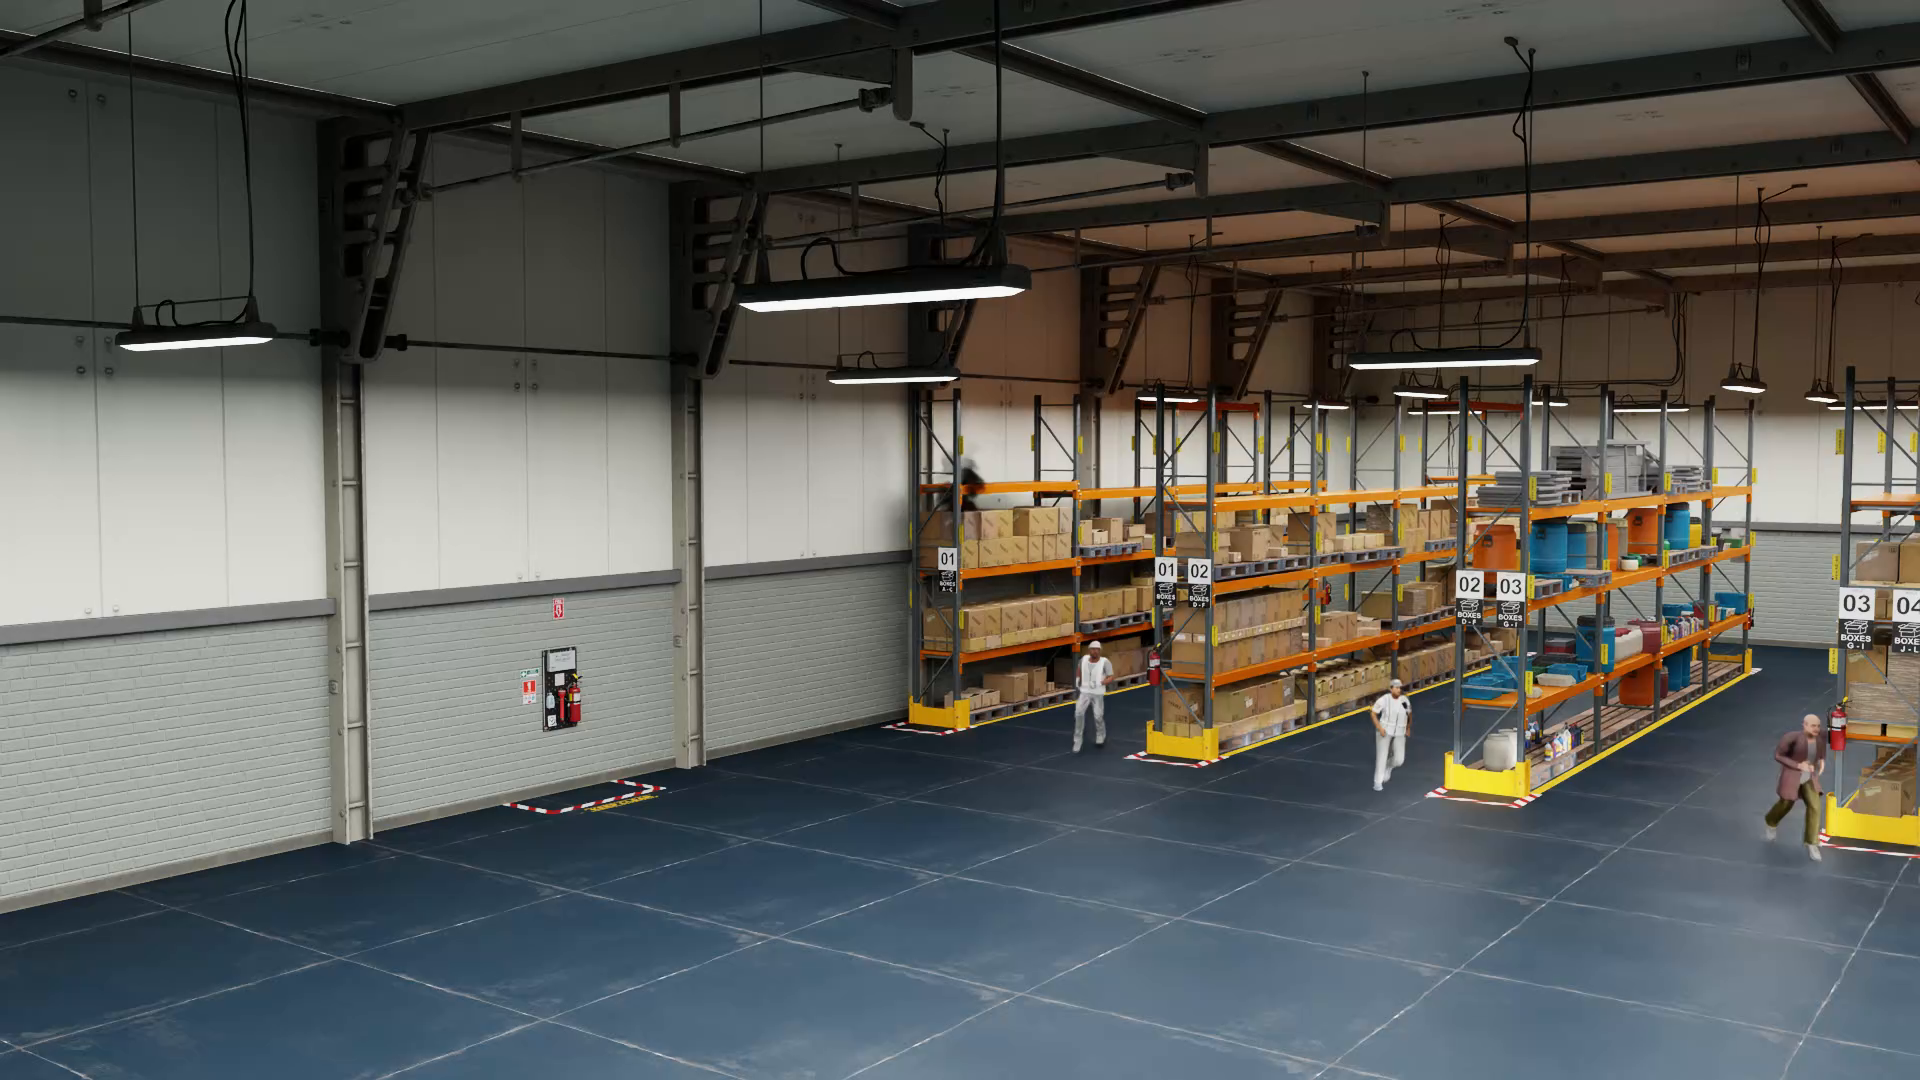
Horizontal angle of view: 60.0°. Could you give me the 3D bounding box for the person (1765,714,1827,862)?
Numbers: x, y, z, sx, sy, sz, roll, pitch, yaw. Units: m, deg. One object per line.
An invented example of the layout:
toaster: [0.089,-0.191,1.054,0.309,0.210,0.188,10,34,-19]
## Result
person: [10.322,2.973,20.524,0.748,1.745,1.142,0,3,-5]

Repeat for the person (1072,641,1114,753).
person: [2.191,2.558,27.357,0.679,1.821,0.822,1,3,21]

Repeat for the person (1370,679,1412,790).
person: [6.301,2.833,24.198,0.649,1.622,0.498,0,3,-3]
